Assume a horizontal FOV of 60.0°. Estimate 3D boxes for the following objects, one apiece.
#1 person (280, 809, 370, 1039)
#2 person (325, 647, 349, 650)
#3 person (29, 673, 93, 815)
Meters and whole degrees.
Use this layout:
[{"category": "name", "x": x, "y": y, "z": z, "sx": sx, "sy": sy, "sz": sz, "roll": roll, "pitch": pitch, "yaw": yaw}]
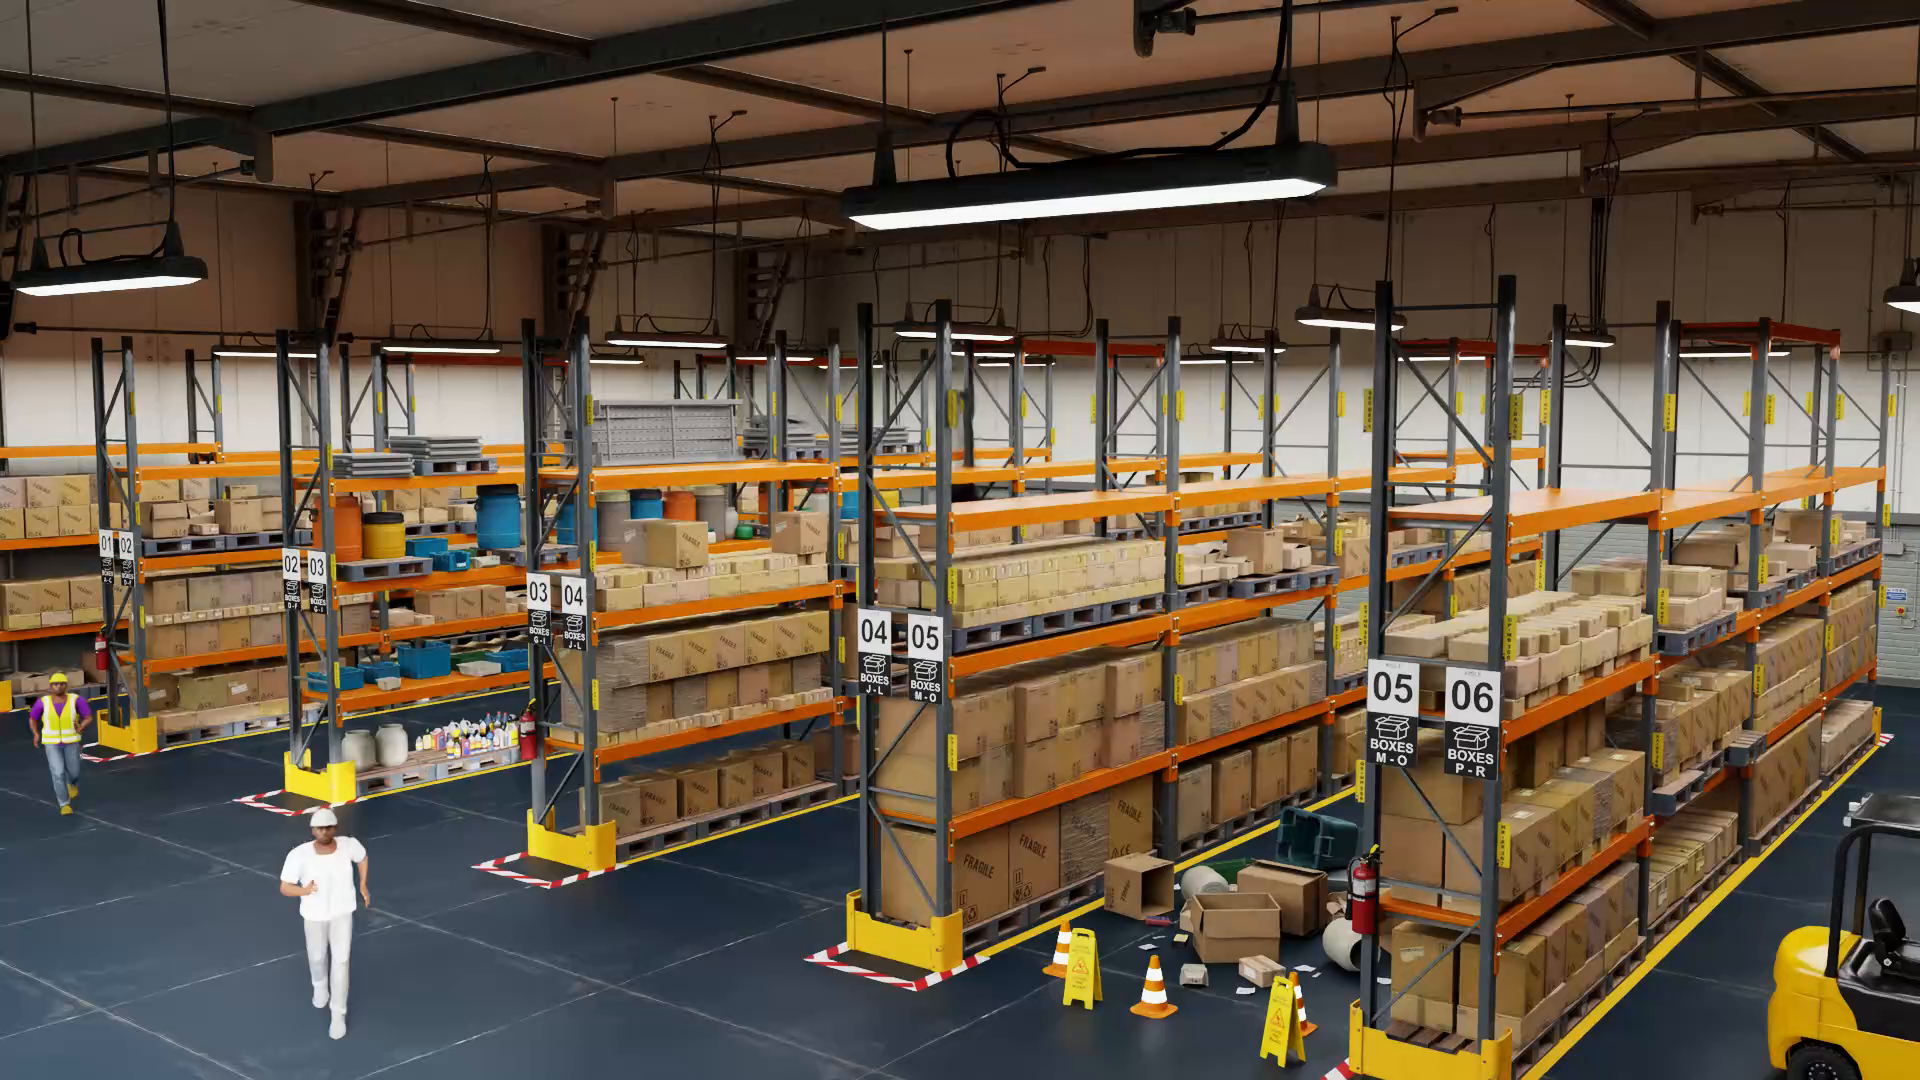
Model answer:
[{"category": "person", "x": -5.195, "y": 3.069, "z": 13.636, "sx": 0.688, "sy": 1.781, "sz": 0.950, "roll": -2, "pitch": 5, "yaw": -22}, {"category": "person", "x": -11.088, "y": 1.746, "z": 29.618, "sx": 0.645, "sy": 1.726, "sz": 0.632, "roll": 2, "pitch": 5, "yaw": 23}, {"category": "person", "x": -11.148, "y": 2.503, "z": 20.641, "sx": 0.703, "sy": 1.735, "sz": 0.747, "roll": -3, "pitch": 6, "yaw": -28}]
